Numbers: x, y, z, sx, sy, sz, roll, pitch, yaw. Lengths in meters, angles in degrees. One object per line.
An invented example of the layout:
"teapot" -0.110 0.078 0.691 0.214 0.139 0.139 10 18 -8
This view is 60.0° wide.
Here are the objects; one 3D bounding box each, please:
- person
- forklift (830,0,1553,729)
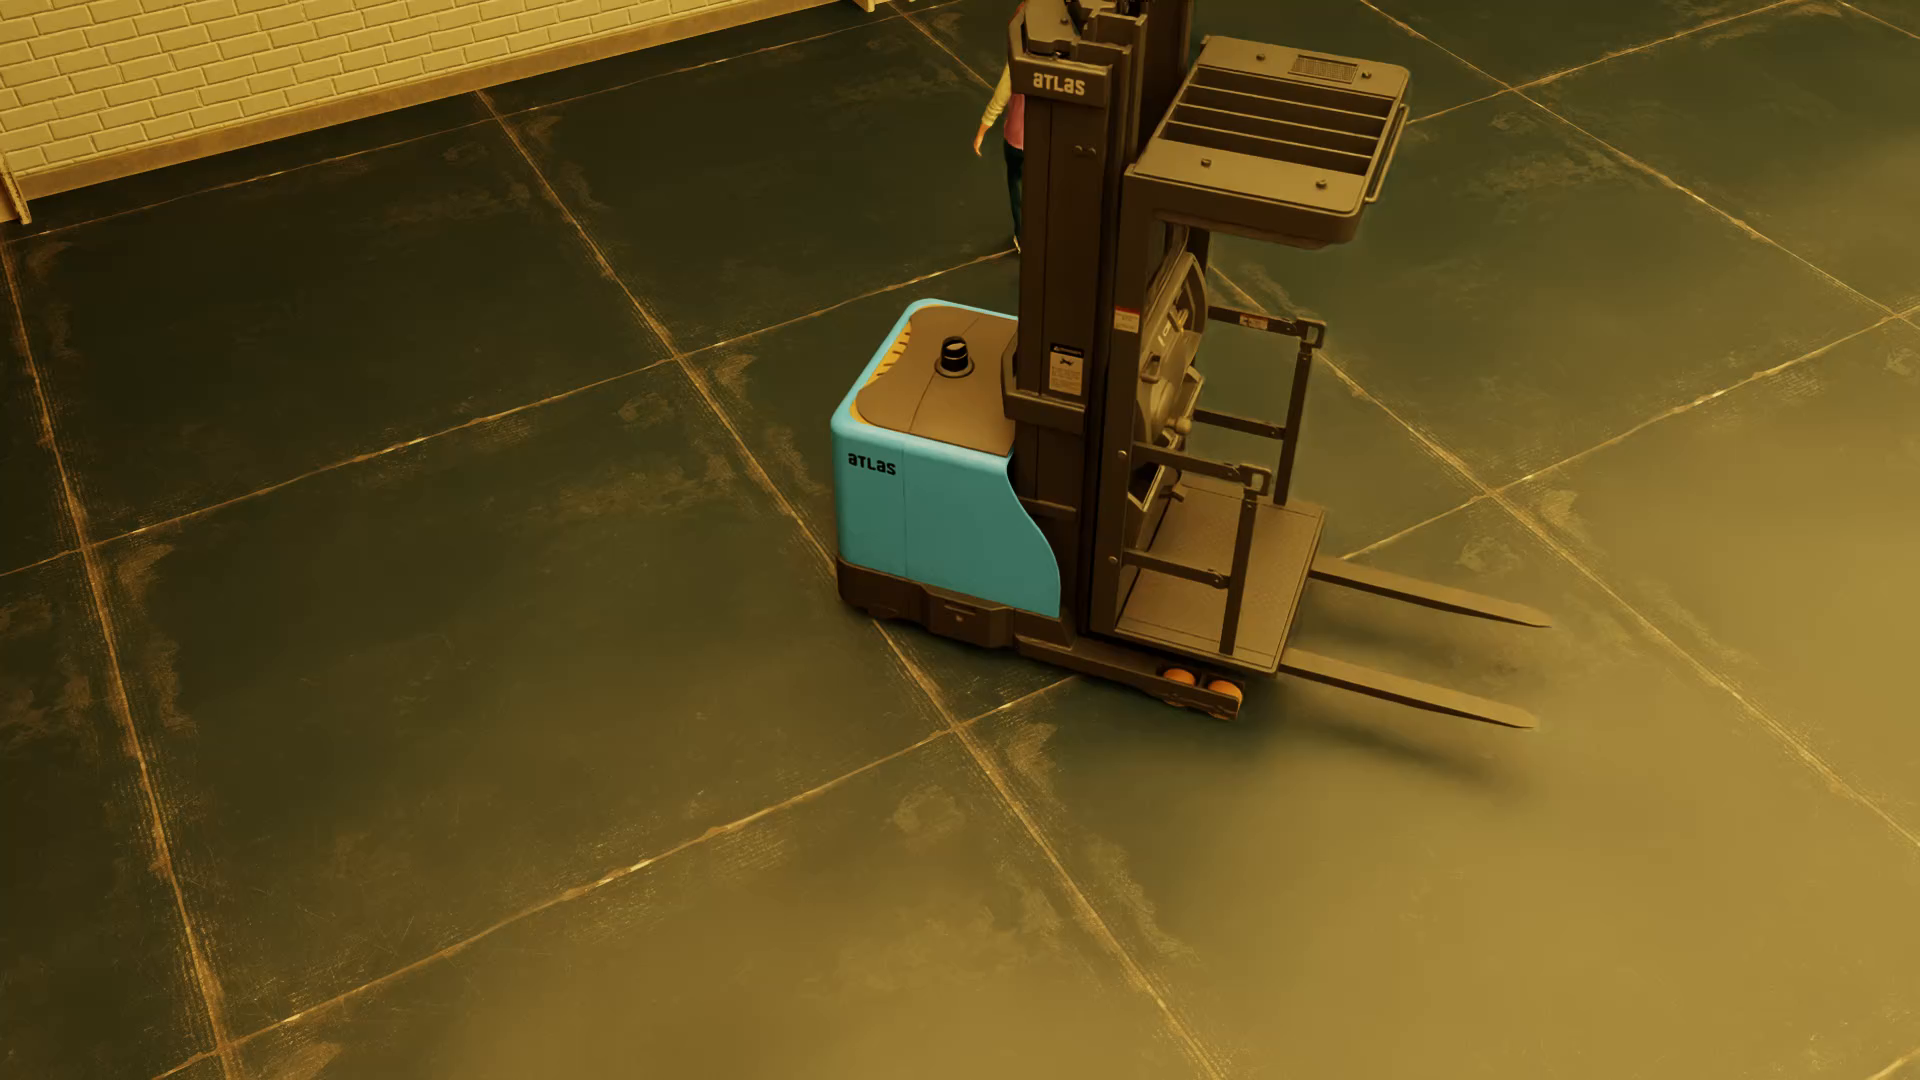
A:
"person" 0.375 -2.235 9.134 0.623 1.547 0.481 -4 43 -4
"forklift" 1.020 -0.730 6.484 3.031 2.935 1.130 14 45 15
